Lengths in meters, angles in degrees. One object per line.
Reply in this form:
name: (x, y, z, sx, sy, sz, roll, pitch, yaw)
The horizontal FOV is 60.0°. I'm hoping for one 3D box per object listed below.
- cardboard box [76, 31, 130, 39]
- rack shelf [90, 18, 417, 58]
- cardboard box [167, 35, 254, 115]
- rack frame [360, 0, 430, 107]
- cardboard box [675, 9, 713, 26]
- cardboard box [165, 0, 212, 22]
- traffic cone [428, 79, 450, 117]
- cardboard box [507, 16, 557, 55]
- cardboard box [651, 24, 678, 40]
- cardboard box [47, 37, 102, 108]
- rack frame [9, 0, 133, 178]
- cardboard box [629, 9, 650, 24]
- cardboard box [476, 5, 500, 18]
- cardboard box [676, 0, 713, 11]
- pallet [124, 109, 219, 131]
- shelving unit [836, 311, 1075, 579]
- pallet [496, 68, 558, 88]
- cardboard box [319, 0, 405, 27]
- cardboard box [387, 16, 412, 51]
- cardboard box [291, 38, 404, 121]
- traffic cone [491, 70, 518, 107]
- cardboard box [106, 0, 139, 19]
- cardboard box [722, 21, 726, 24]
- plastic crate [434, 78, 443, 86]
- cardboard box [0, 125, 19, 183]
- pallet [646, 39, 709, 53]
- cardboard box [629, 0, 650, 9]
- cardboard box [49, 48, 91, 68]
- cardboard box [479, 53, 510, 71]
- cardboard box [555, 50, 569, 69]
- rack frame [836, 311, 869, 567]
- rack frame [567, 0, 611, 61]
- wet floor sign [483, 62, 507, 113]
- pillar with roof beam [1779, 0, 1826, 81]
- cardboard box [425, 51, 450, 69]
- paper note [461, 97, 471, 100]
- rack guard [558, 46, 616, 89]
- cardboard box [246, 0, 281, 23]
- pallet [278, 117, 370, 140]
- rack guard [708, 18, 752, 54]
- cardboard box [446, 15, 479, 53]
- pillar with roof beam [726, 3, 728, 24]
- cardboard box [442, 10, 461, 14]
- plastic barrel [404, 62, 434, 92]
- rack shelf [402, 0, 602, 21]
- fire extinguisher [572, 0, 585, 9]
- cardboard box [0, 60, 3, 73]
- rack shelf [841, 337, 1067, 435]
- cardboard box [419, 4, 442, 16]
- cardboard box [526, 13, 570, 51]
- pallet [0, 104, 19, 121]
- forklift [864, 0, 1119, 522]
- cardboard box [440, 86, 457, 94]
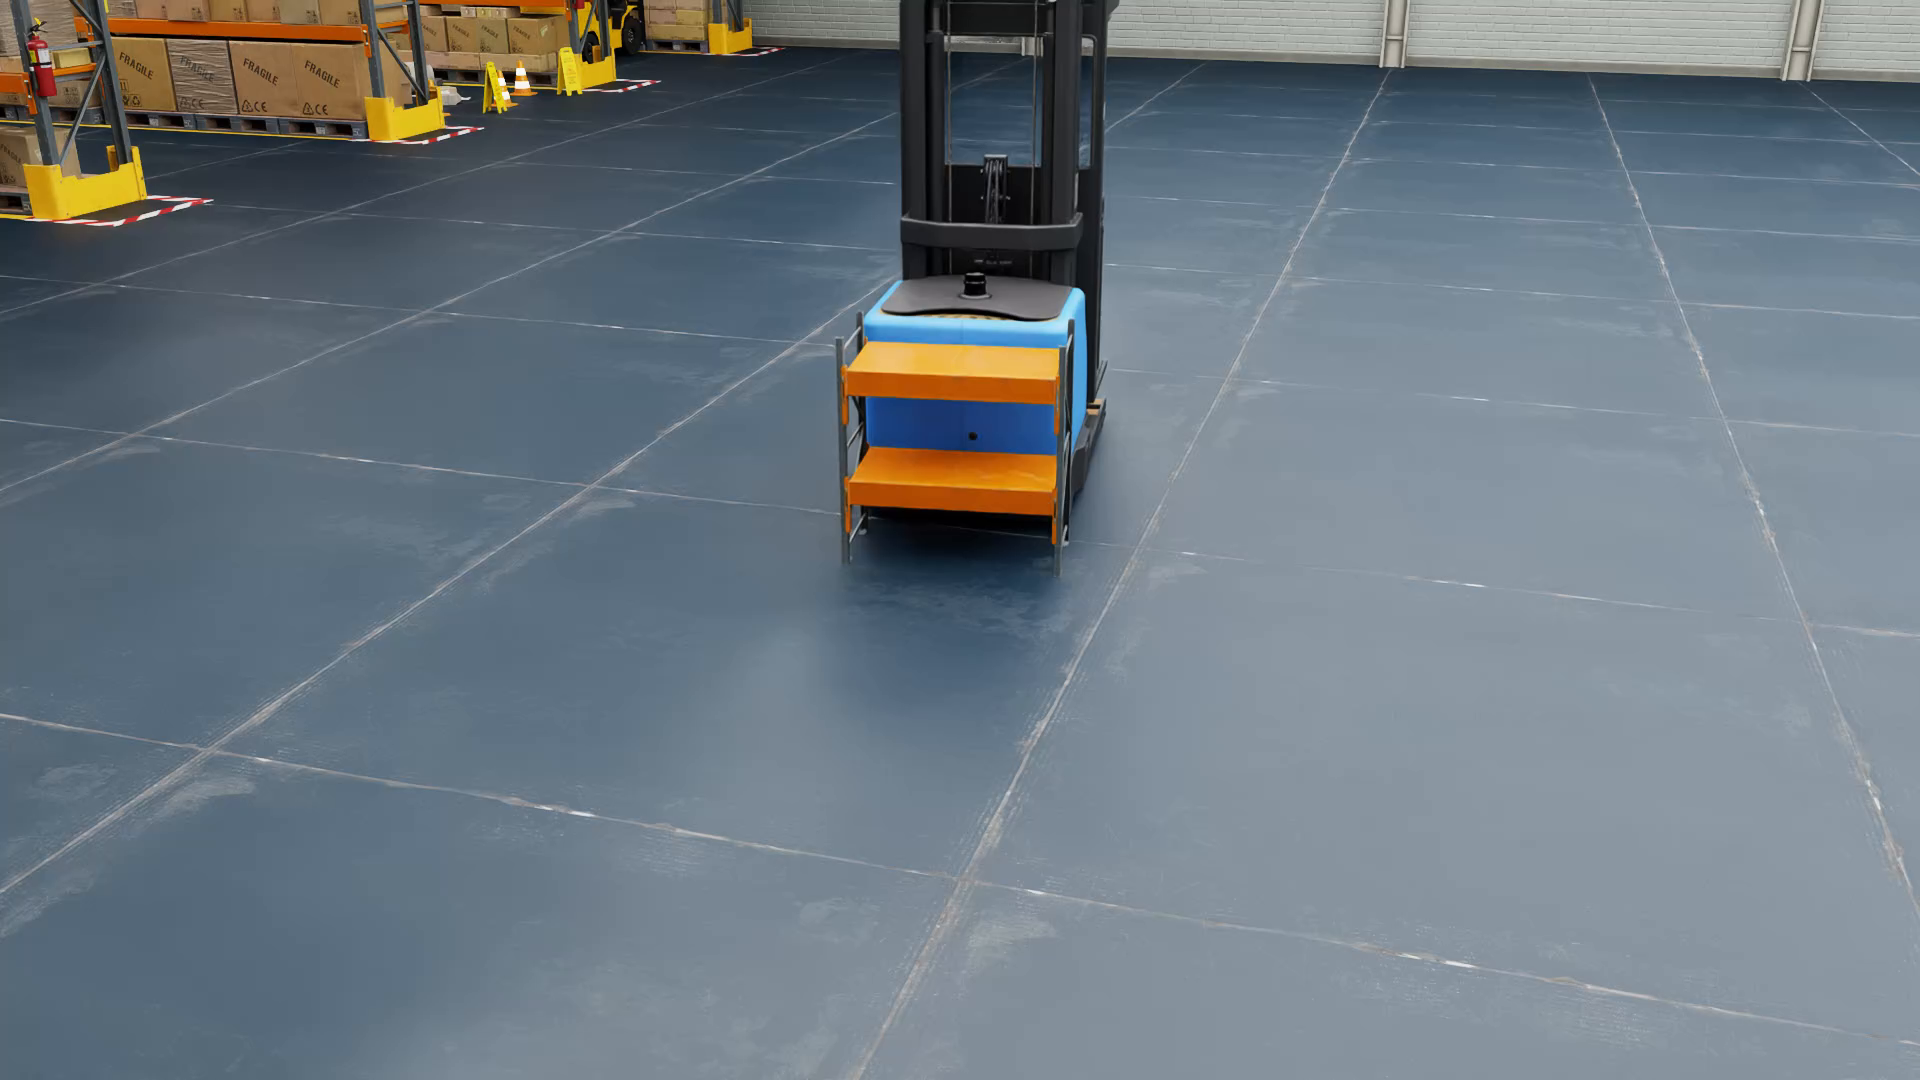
cardboard box: (-13.777, -8.397, 27.034, 0.875, 0.875, 0.875, 6, 23, 15)
rack shelf: (-8.728, -6.279, 20.573, 4.000, 0.370, 1.077, 7, 23, 16)
cardboard box: (-9.197, -5.851, 20.827, 0.875, 0.875, 0.875, 7, 23, 16)
rack frame: (-6.814, -6.393, 19.902, 0.127, 3.000, 1.000, 7, 23, 16)
cardboard box: (-4.607, -9.099, 28.912, 0.500, 0.250, 0.500, 6, 23, 15)
cardboard box: (-9.270, -6.711, 20.479, 0.550, 0.550, 0.875, 7, 23, 16)
traffic cone: (-6.912, -5.793, 21.784, 0.334, 0.463, 0.336, 7, 23, 16)
cardboard box: (-6.323, -7.465, 24.597, 0.500, 0.500, 0.500, 7, 23, 16)
cardboard box: (-5.065, -8.923, 29.141, 0.500, 0.250, 0.500, 7, 23, 15)
cardboard box: (-11.263, -6.020, 21.405, 0.750, 0.750, 1.050, 6, 23, 15)
rack frame: (-8.343, -4.602, 15.536, 0.127, 3.000, 1.000, 7, 23, 16)
cardboard box: (-5.584, -9.207, 29.175, 0.500, 0.250, 0.500, 6, 23, 14)
cardboard box: (-6.933, -7.809, 24.582, 0.250, 0.149, 0.380, 7, 23, 16)
cardboard box: (-4.581, -9.328, 28.811, 0.500, 0.250, 0.500, 7, 23, 17)
pallet: (-9.938, -5.429, 21.228, 1.213, 0.211, 1.003, 7, 23, 15)
shelving unit: (-0.010, -0.459, 7.906, 1.048, 1.125, 0.538, 3, 23, 8)
pallet: (-6.321, -7.022, 25.112, 1.213, 0.211, 1.003, 7, 23, 16)
cardboard box: (-7.182, -6.486, 19.933, 0.550, 0.550, 0.875, 7, 23, 16)
cardboard box: (-8.307, -7.693, 25.153, 0.500, 0.500, 0.500, 8, 23, 18)
cardboard box: (-7.482, -5.654, 20.349, 0.875, 0.875, 0.875, 7, 23, 16)
traffic cone: (-6.260, -6.167, 22.694, 0.334, 0.463, 0.336, 7, 23, 16)
cardboard box: (-10.286, -6.865, 20.855, 0.550, 0.550, 0.875, 7, 23, 16)
cardboard box: (-4.464, -9.053, 29.458, 0.500, 0.250, 0.500, 7, 23, 16)
plastic crate: (-8.044, -6.820, 24.791, 0.583, 0.080, 0.402, -1, 22, -3)
cardboard box: (-9.518, -3.767, 16.242, 0.500, 0.500, 0.500, 13, 26, 29)
pallet: (-4.794, -8.785, 29.408, 1.213, 0.211, 1.003, 7, 23, 16)
cardboard box: (-5.558, -9.434, 29.068, 0.500, 0.250, 0.500, 7, 23, 16)
cardboard box: (-8.547, -4.603, 15.871, 0.250, 0.149, 0.380, 7, 23, 16)
cardboard box: (-6.826, -7.175, 24.879, 0.500, 0.250, 0.500, 7, 23, 16)
cardboard box: (-6.173, -7.313, 25.217, 0.500, 0.250, 0.500, 6, 23, 15)
rack frame: (-0.513, -0.487, 7.974, 0.032, 1.125, 0.500, 3, 23, 8)
rack frame: (-5.480, -8.202, 24.314, 0.127, 3.000, 1.000, 7, 23, 16)
wet floor sign: (-6.214, -6.020, 22.095, 0.232, 0.644, 0.267, 3, 22, 6)
pillar with roof beam: (11.533, -9.648, 19.934, 0.400, 9.000, 9.100, 7, 23, 16)
cardboard box: (-7.800, -7.289, 25.156, 0.500, 0.250, 0.500, 6, 23, 15)
paper note: (-6.960, -6.209, 23.367, 0.142, 0.019, 0.148, -1, 22, -3)
rack guard: (-5.553, -7.054, 24.809, 0.348, 0.500, 1.175, 7, 23, 16)
cardboard box: (-8.215, -6.646, 20.322, 0.550, 0.550, 0.875, 7, 23, 16)
pallet: (-7.602, -5.162, 20.576, 1.213, 0.211, 1.003, 7, 23, 15)
rack guard: (-4.027, -8.847, 29.179, 0.348, 0.500, 1.175, 7, 23, 16)
cardboard box: (-7.305, -7.578, 24.874, 0.500, 0.500, 0.500, 6, 23, 14)
pillar with roof beam: (-5.700, -11.621, 24.744, 0.400, 9.000, 9.100, 7, 23, 16)
cardboard box: (-7.690, -7.832, 25.493, 0.500, 0.500, 0.500, 8, 24, 18)
plastic barrel: (-7.895, -6.687, 24.014, 0.512, 0.421, 0.421, -14, 26, -30)
rack shelf: (-7.395, -8.089, 24.985, 4.000, 0.370, 1.077, 7, 23, 16)
fire extinguisher: (-5.504, -7.987, 23.890, 0.183, 0.674, 0.296, 7, 23, 16)
cardboard box: (-8.915, -4.469, 15.545, 0.250, 0.149, 0.380, 7, 23, 16)
rack shelf: (-0.010, -0.730, 7.795, 1.000, 0.278, 0.538, 3, 23, 8)
cardboard box: (-7.970, -7.928, 24.871, 0.250, 0.149, 0.380, 8, 24, 19)
cardboard box: (-6.196, -7.663, 25.080, 0.500, 0.500, 0.500, 6, 23, 14)
pallet: (-12.575, -5.731, 21.964, 1.213, 0.211, 1.003, 7, 23, 16)
forklift: (0.268, -1.973, 9.217, 1.130, 2.935, 3.031, 4, 23, 9)
cardboard box: (-7.318, -6.293, 23.416, 0.380, 0.149, 0.250, -20, 29, -39)
